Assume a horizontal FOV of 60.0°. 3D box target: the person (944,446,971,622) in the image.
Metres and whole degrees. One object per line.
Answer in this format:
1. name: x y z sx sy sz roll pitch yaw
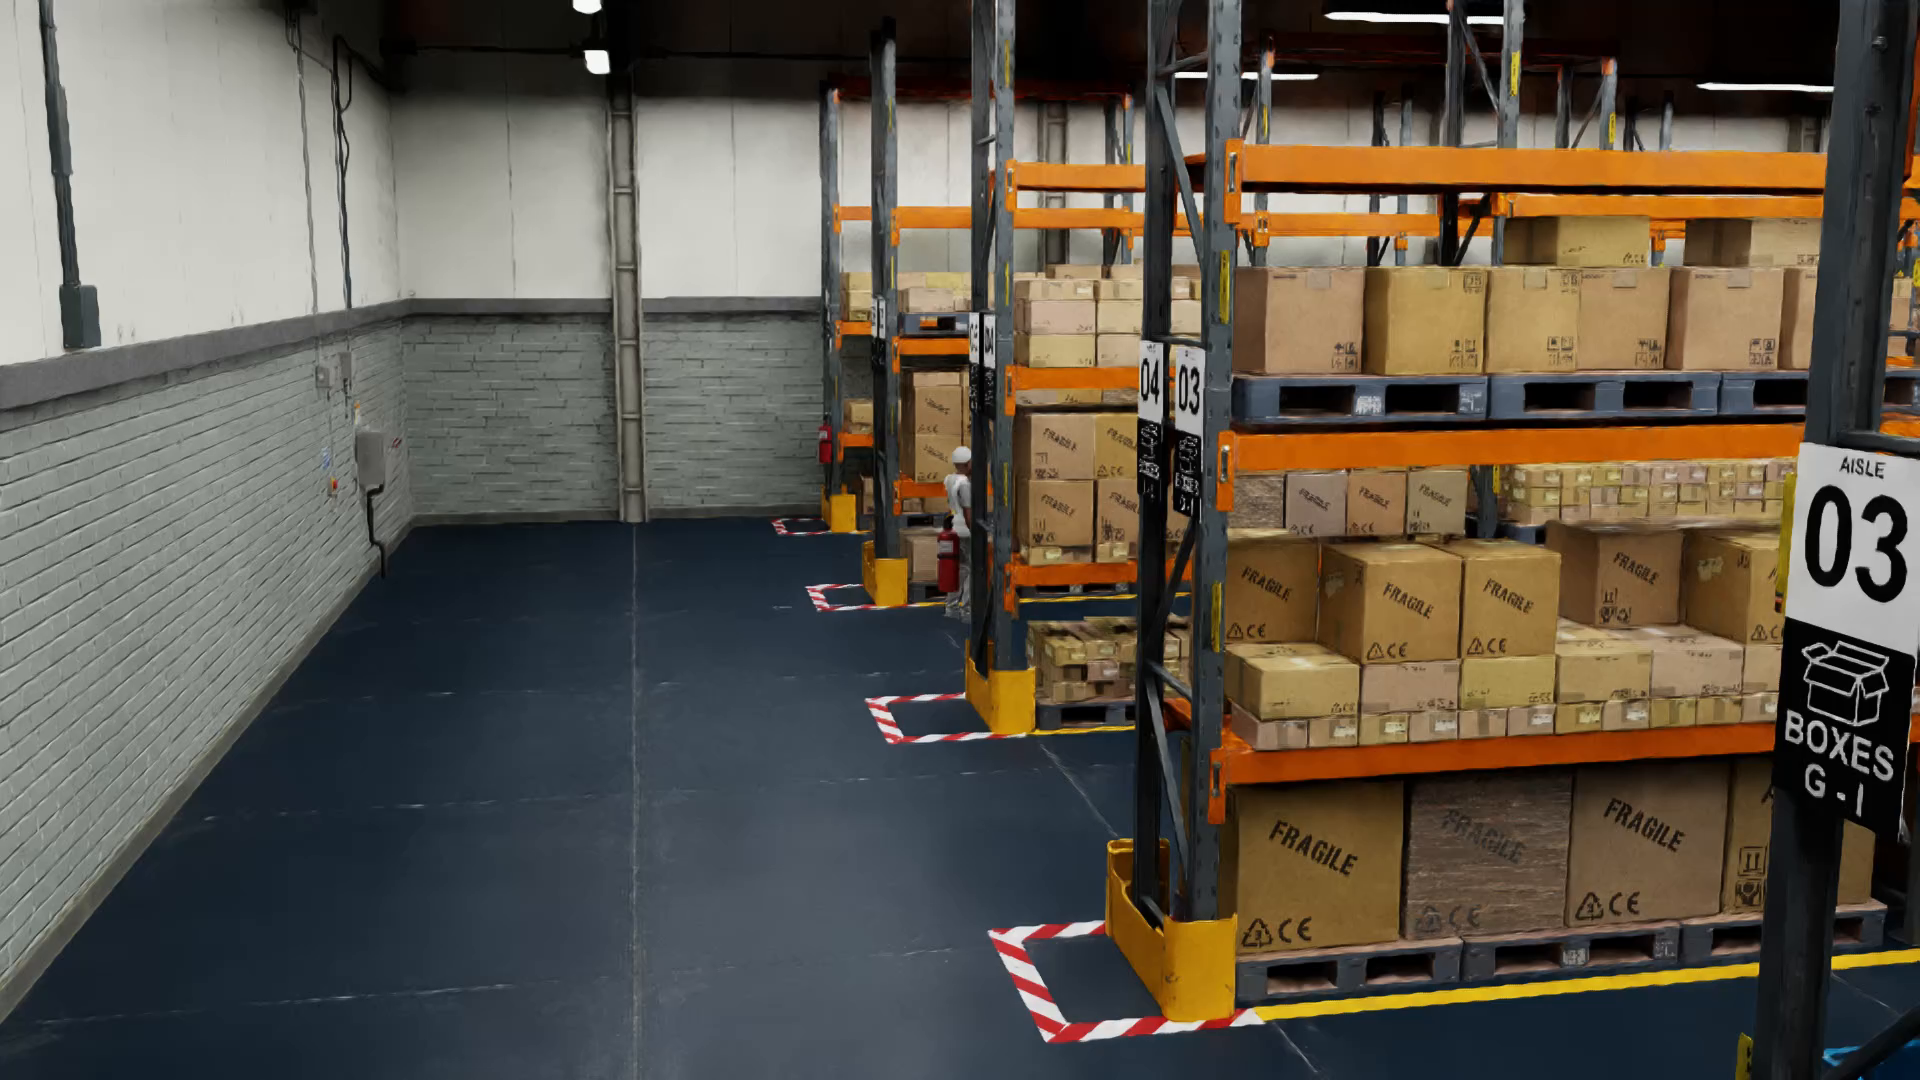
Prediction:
1. person: 0.066 -0.035 16.790 0.418 1.841 0.571 -3 10 -17
